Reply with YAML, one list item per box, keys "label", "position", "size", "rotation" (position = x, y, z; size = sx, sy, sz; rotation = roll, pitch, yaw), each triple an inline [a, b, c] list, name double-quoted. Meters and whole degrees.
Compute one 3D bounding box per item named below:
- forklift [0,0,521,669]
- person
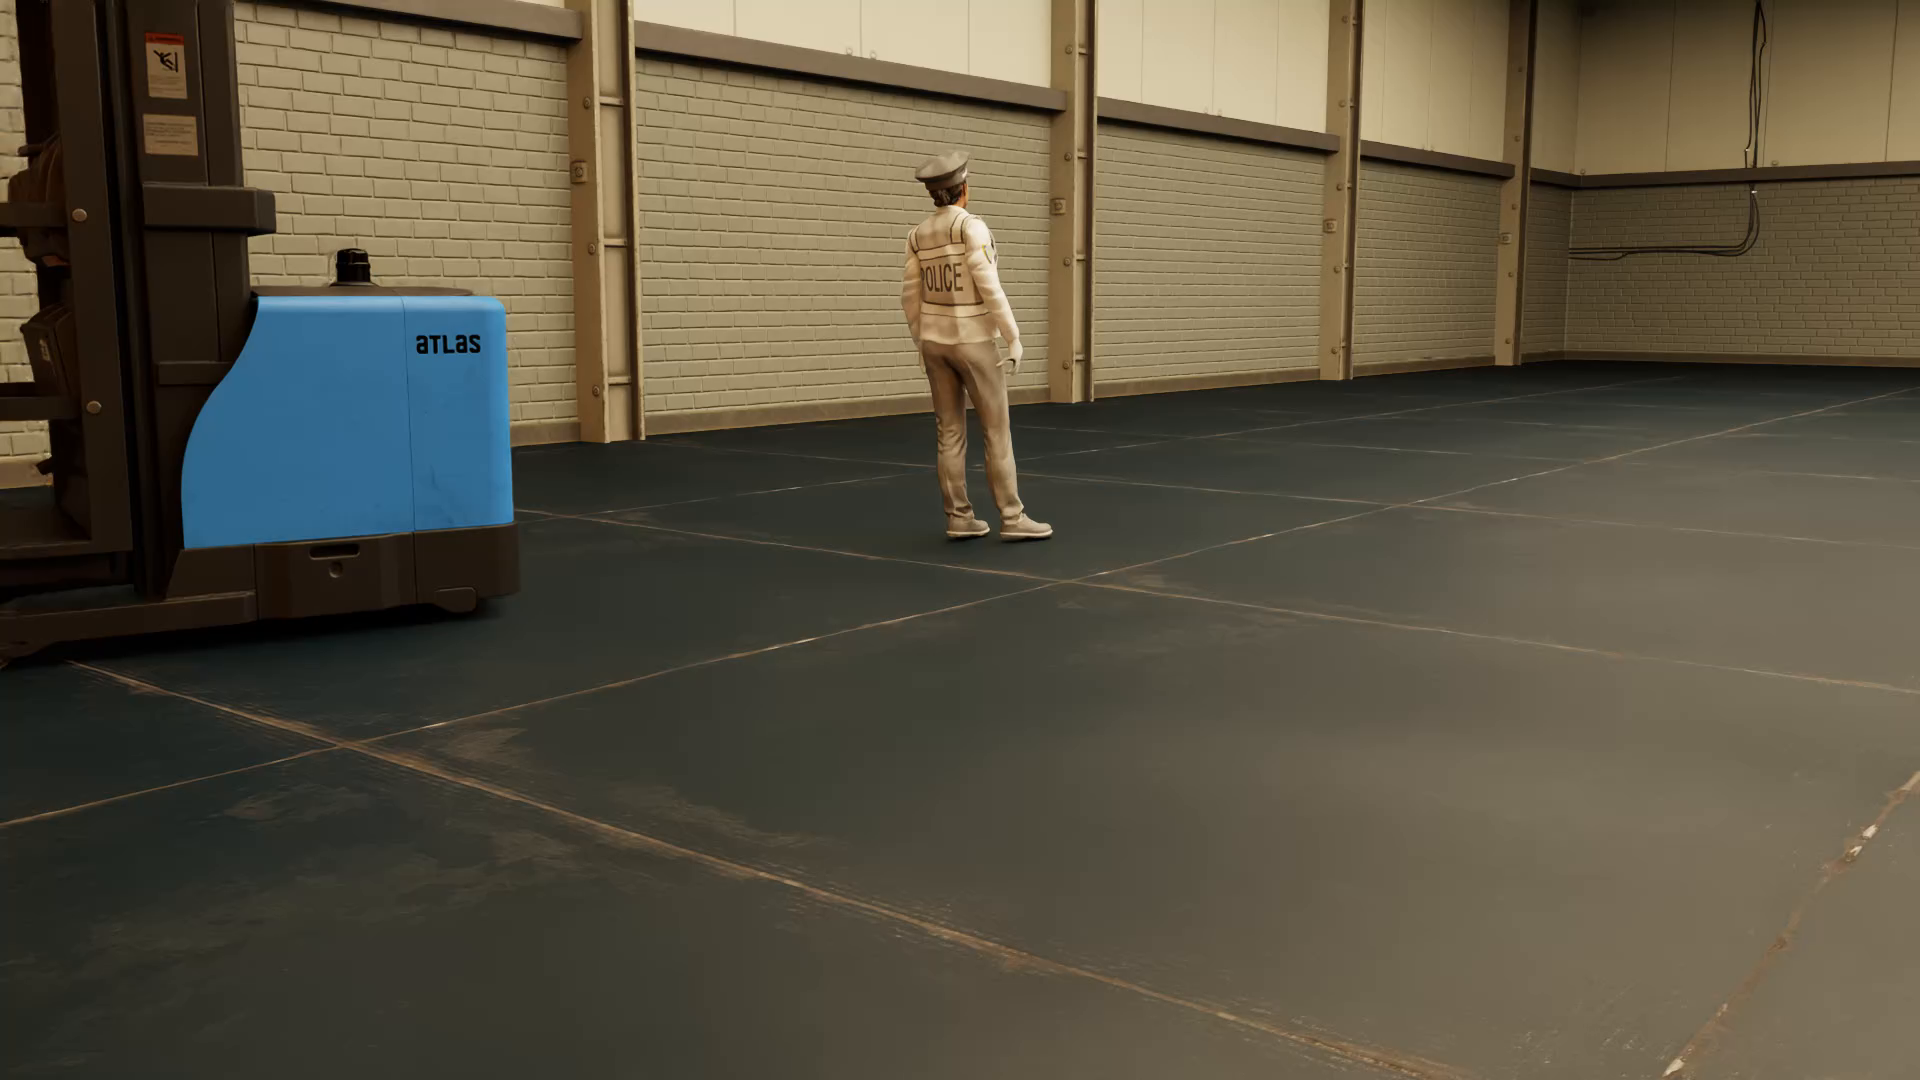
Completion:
- label: "forklift"
  position: [-3.021, -1.140, 5.072]
  size: [3.031, 2.935, 1.130]
  rotation: [-5, 10, -33]
- label: "person"
  position: [0.049, -0.853, 7.330]
  size: [0.586, 1.694, 0.530]
  rotation: [7, 11, 38]
